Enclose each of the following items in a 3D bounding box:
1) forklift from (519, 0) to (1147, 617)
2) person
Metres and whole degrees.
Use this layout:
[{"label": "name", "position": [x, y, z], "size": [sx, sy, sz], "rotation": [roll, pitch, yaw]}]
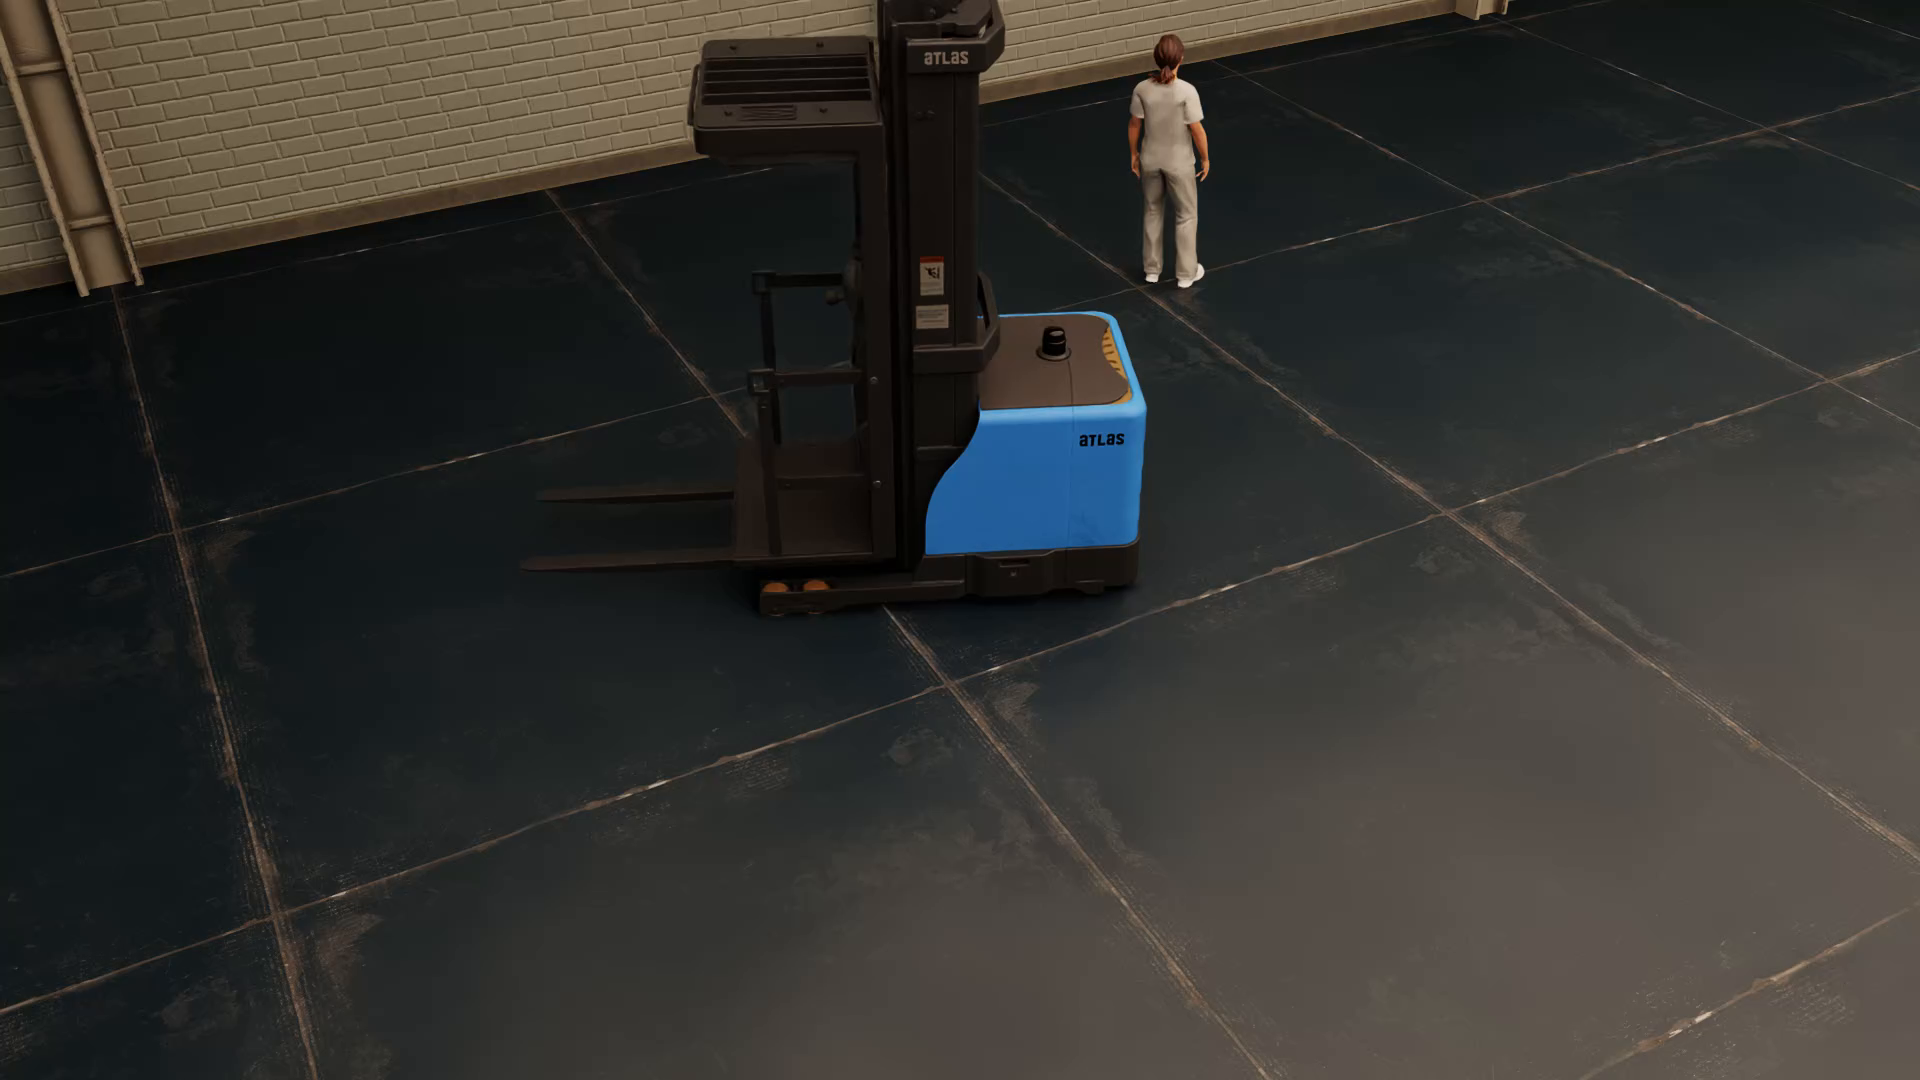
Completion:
[{"label": "forklift", "position": [-0.662, -1.142, 7.739], "size": [3.031, 2.935, 1.130], "rotation": [-3, 35, -4]}, {"label": "person", "position": [1.340, -2.418, 10.638], "size": [0.525, 1.685, 0.493], "rotation": [16, 38, 21]}]
